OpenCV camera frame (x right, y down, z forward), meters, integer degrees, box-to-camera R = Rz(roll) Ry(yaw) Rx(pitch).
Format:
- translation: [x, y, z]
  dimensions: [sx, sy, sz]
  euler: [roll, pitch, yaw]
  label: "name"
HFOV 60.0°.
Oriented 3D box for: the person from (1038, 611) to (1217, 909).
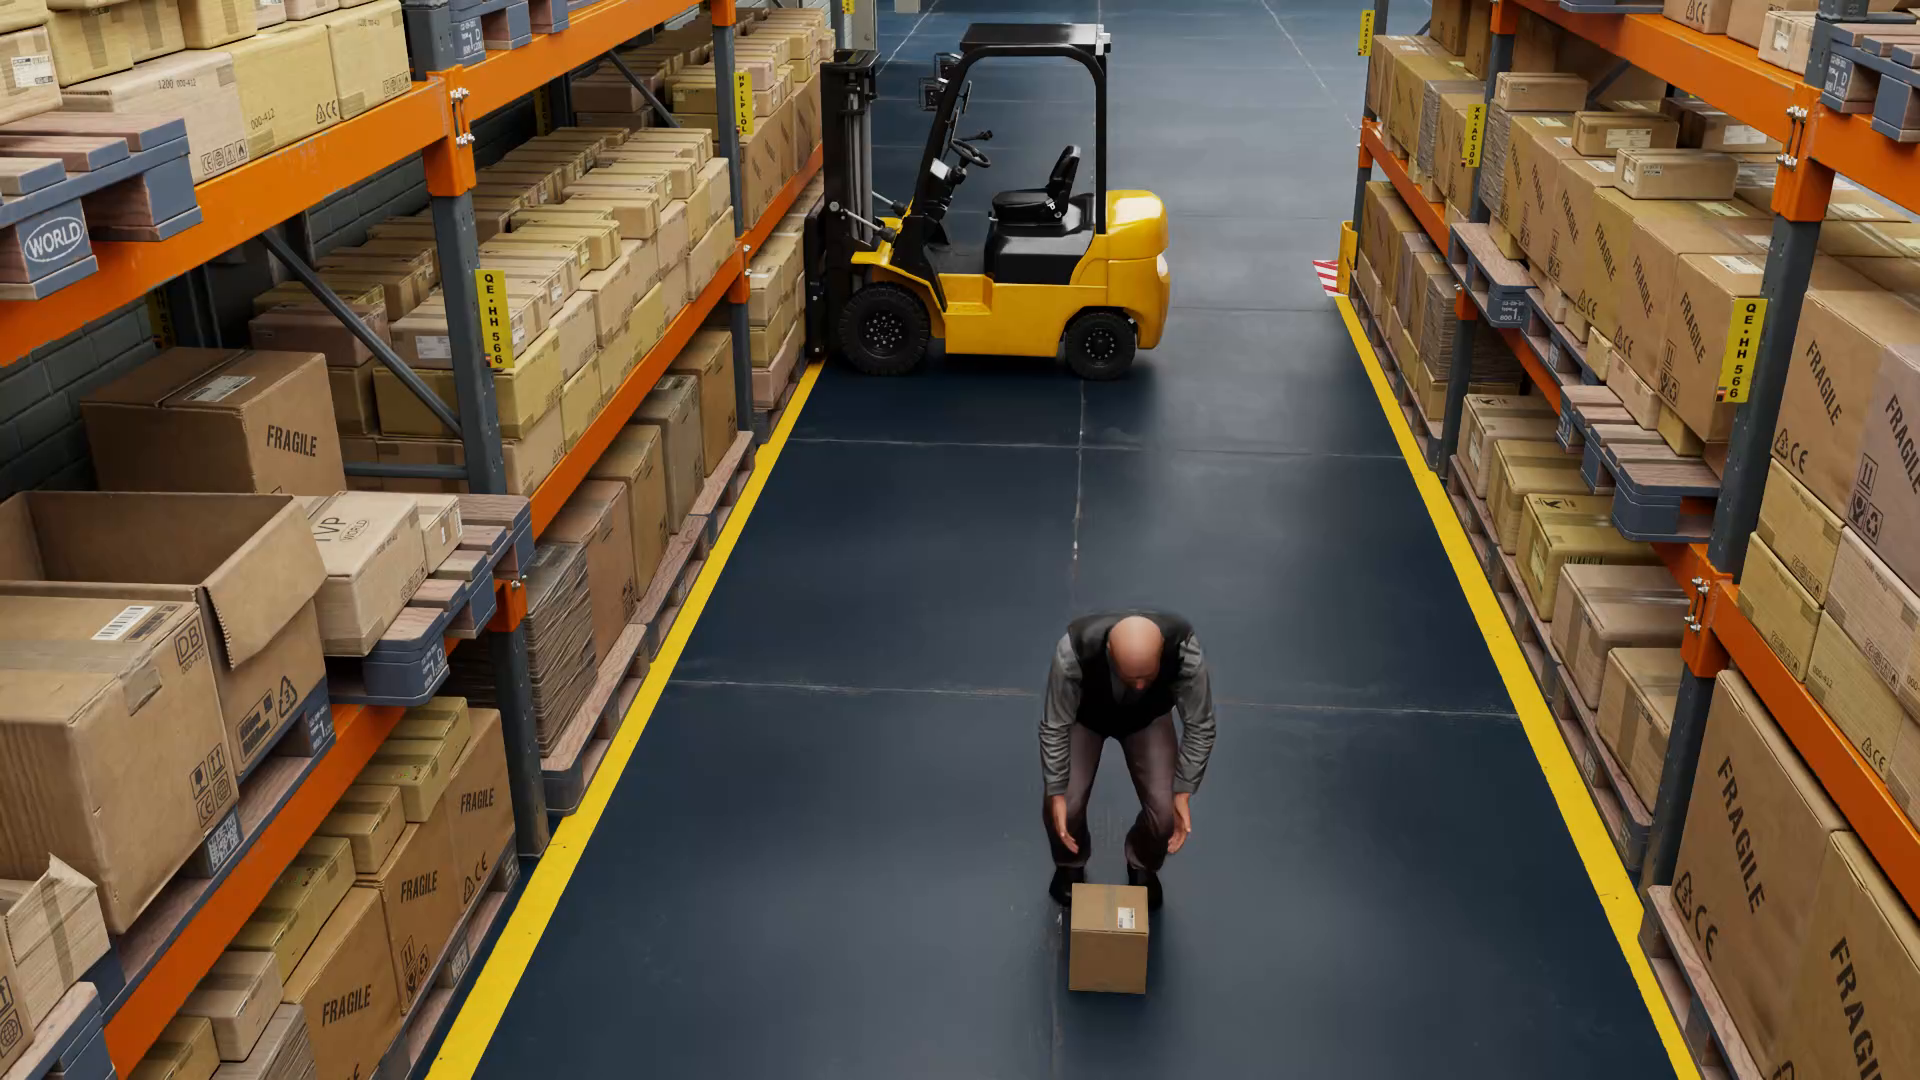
- translation: [0.561, 0.695, 5.669]
  dimensions: [0.585, 1.255, 0.784]
  euler: [2, 24, 4]
  label: "person"
